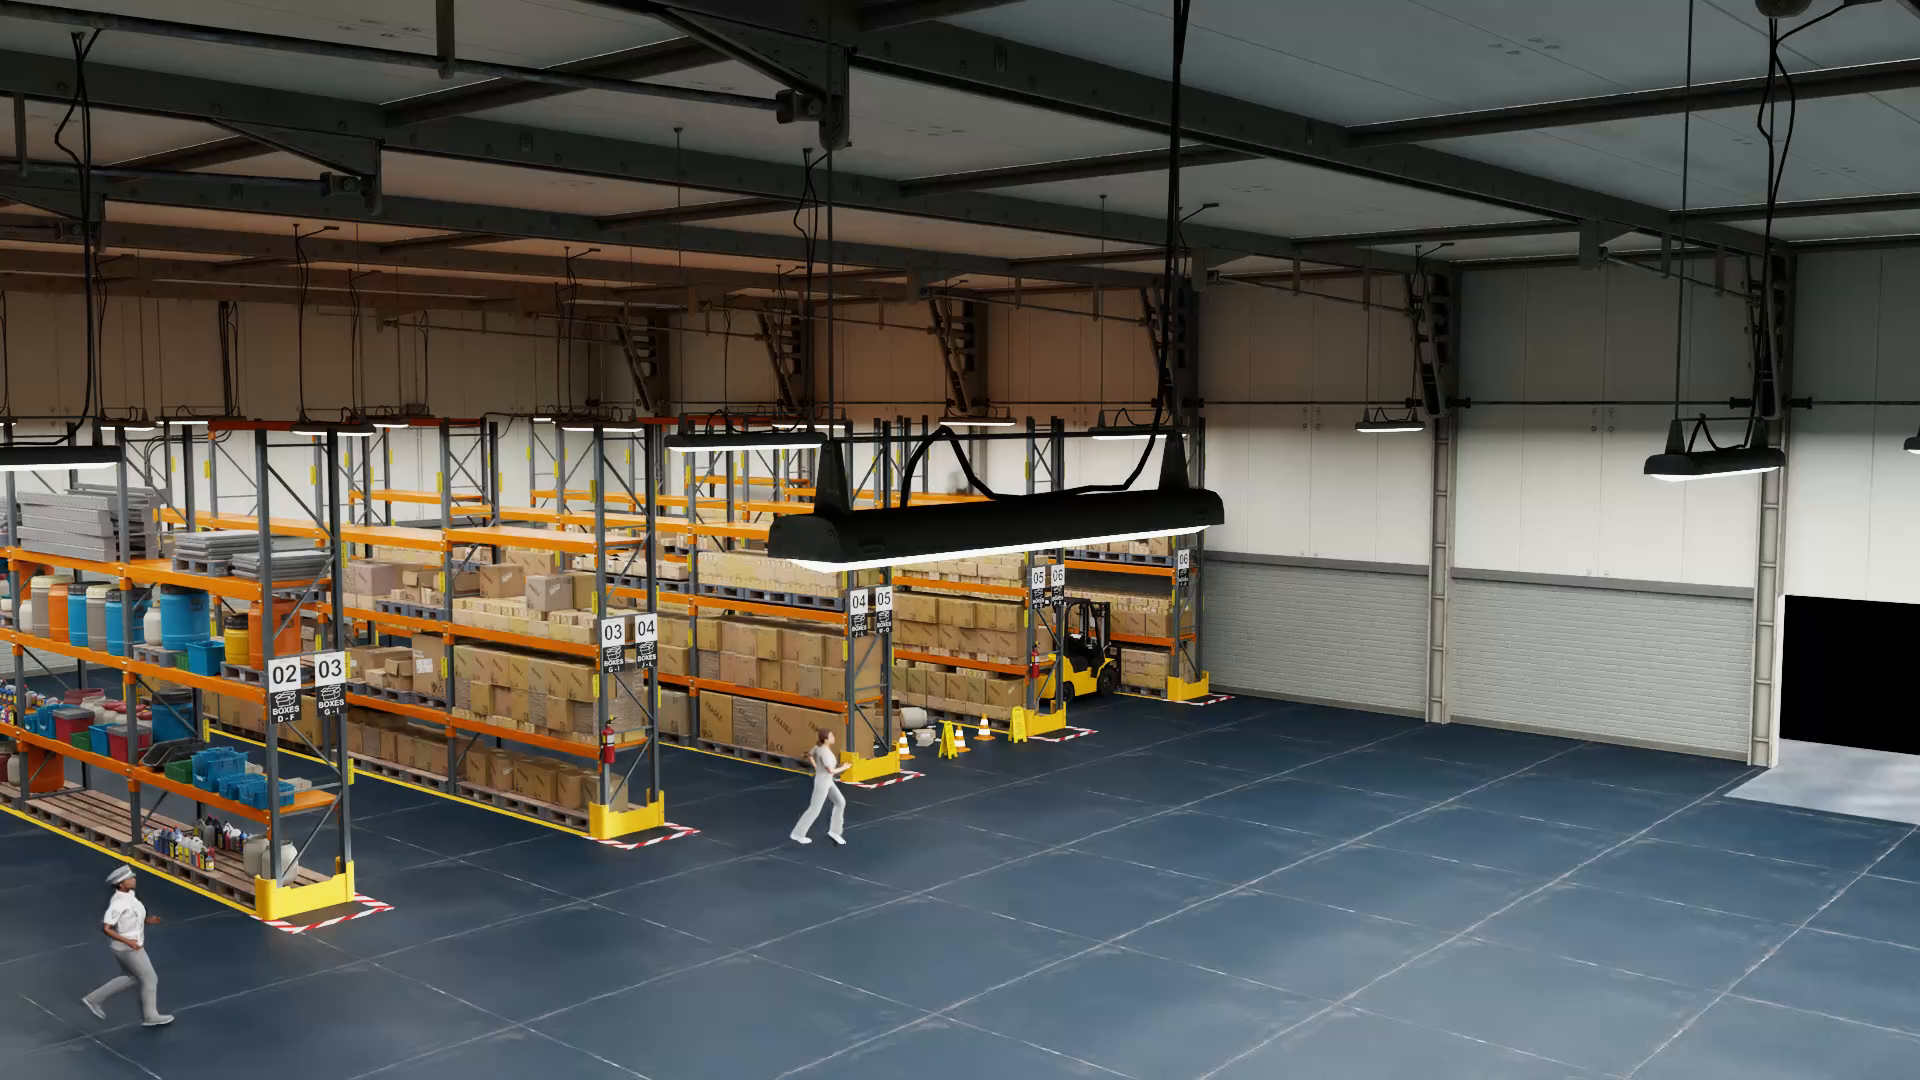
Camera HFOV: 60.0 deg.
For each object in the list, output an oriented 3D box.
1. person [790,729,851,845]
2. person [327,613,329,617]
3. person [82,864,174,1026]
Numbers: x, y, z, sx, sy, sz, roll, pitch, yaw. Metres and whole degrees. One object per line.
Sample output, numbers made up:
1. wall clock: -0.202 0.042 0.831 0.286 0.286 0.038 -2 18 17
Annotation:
1. person: -1.990 3.530 23.708 0.883 1.707 0.571 -1 5 -8
2. person: -14.099 2.421 36.781 0.632 1.698 0.601 4 6 39
3. person: -8.425 4.100 16.778 0.834 1.663 0.589 -2 5 -22
